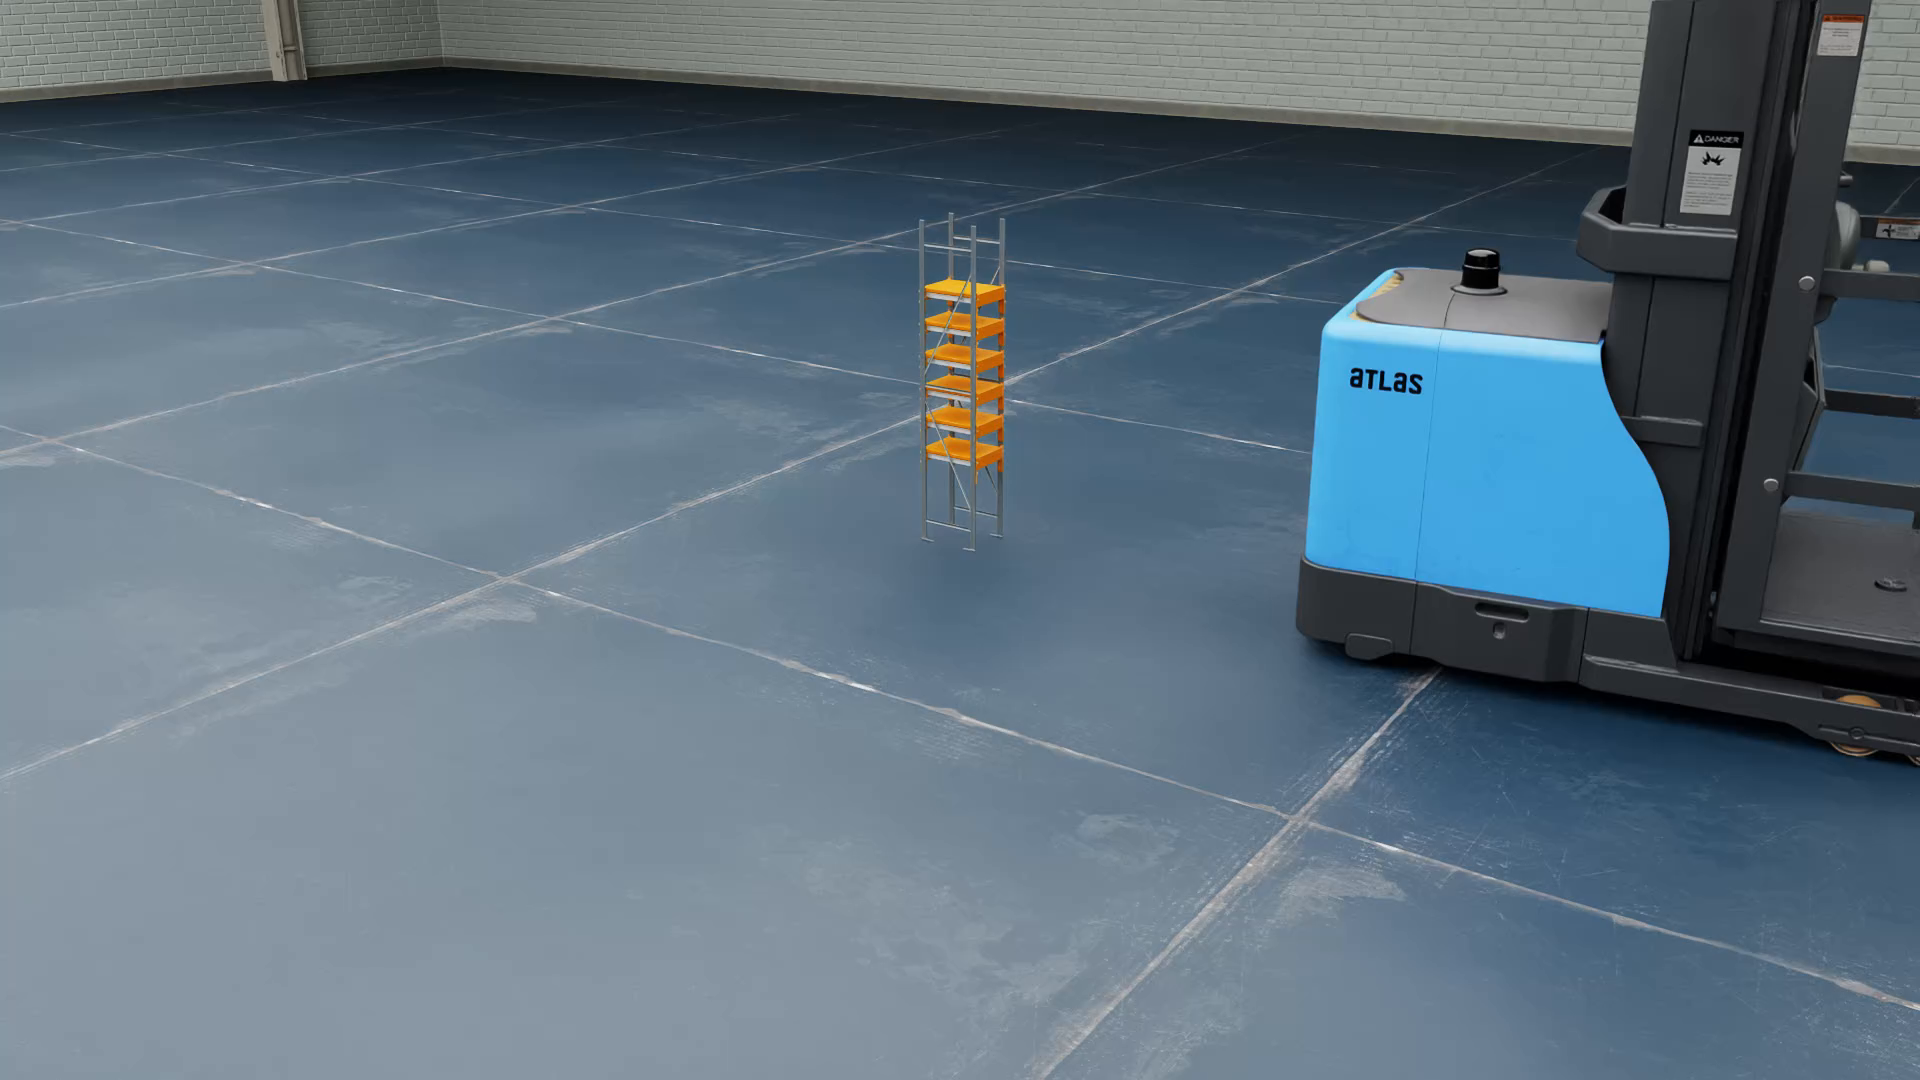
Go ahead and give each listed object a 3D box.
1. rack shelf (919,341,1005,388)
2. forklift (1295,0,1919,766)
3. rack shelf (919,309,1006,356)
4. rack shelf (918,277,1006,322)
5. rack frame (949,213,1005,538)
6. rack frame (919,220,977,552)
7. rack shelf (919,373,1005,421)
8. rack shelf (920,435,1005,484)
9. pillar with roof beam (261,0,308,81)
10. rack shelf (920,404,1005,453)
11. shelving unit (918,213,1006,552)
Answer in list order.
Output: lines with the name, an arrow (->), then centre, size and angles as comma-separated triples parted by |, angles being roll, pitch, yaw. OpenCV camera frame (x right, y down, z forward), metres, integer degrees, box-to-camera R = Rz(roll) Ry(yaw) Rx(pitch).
rack shelf -> 0.008, -0.638, 6.042 | 0.258, 0.103, 0.180 | 13, 24, 32
forklift -> 2.631, -0.954, 4.618 | 3.031, 2.935, 1.130 | 9, 22, 23
rack shelf -> 0.008, -0.750, 6.000 | 0.258, 0.103, 0.180 | 13, 24, 32
rack shelf -> 0.008, -0.863, 5.959 | 0.258, 0.103, 0.180 | 13, 24, 32
rack frame -> 0.060, -0.593, 6.139 | 0.240, 1.200, 0.006 | 13, 24, 32
rack frame -> -0.043, -0.541, 5.997 | 0.240, 1.200, 0.006 | 13, 24, 32
rack shelf -> 0.008, -0.525, 6.083 | 0.258, 0.103, 0.180 | 13, 24, 32
rack shelf -> 0.008, -0.300, 6.167 | 0.258, 0.103, 0.180 | 13, 24, 32
pillar with roof beam -> -6.455, -10.258, 21.027 | 9.100, 9.000, 0.400 | 13, 24, 32
rack shelf -> 0.008, -0.413, 6.125 | 0.258, 0.103, 0.180 | 13, 24, 32
shelving unit -> 0.008, -0.567, 6.068 | 0.258, 1.200, 0.189 | 13, 24, 32
